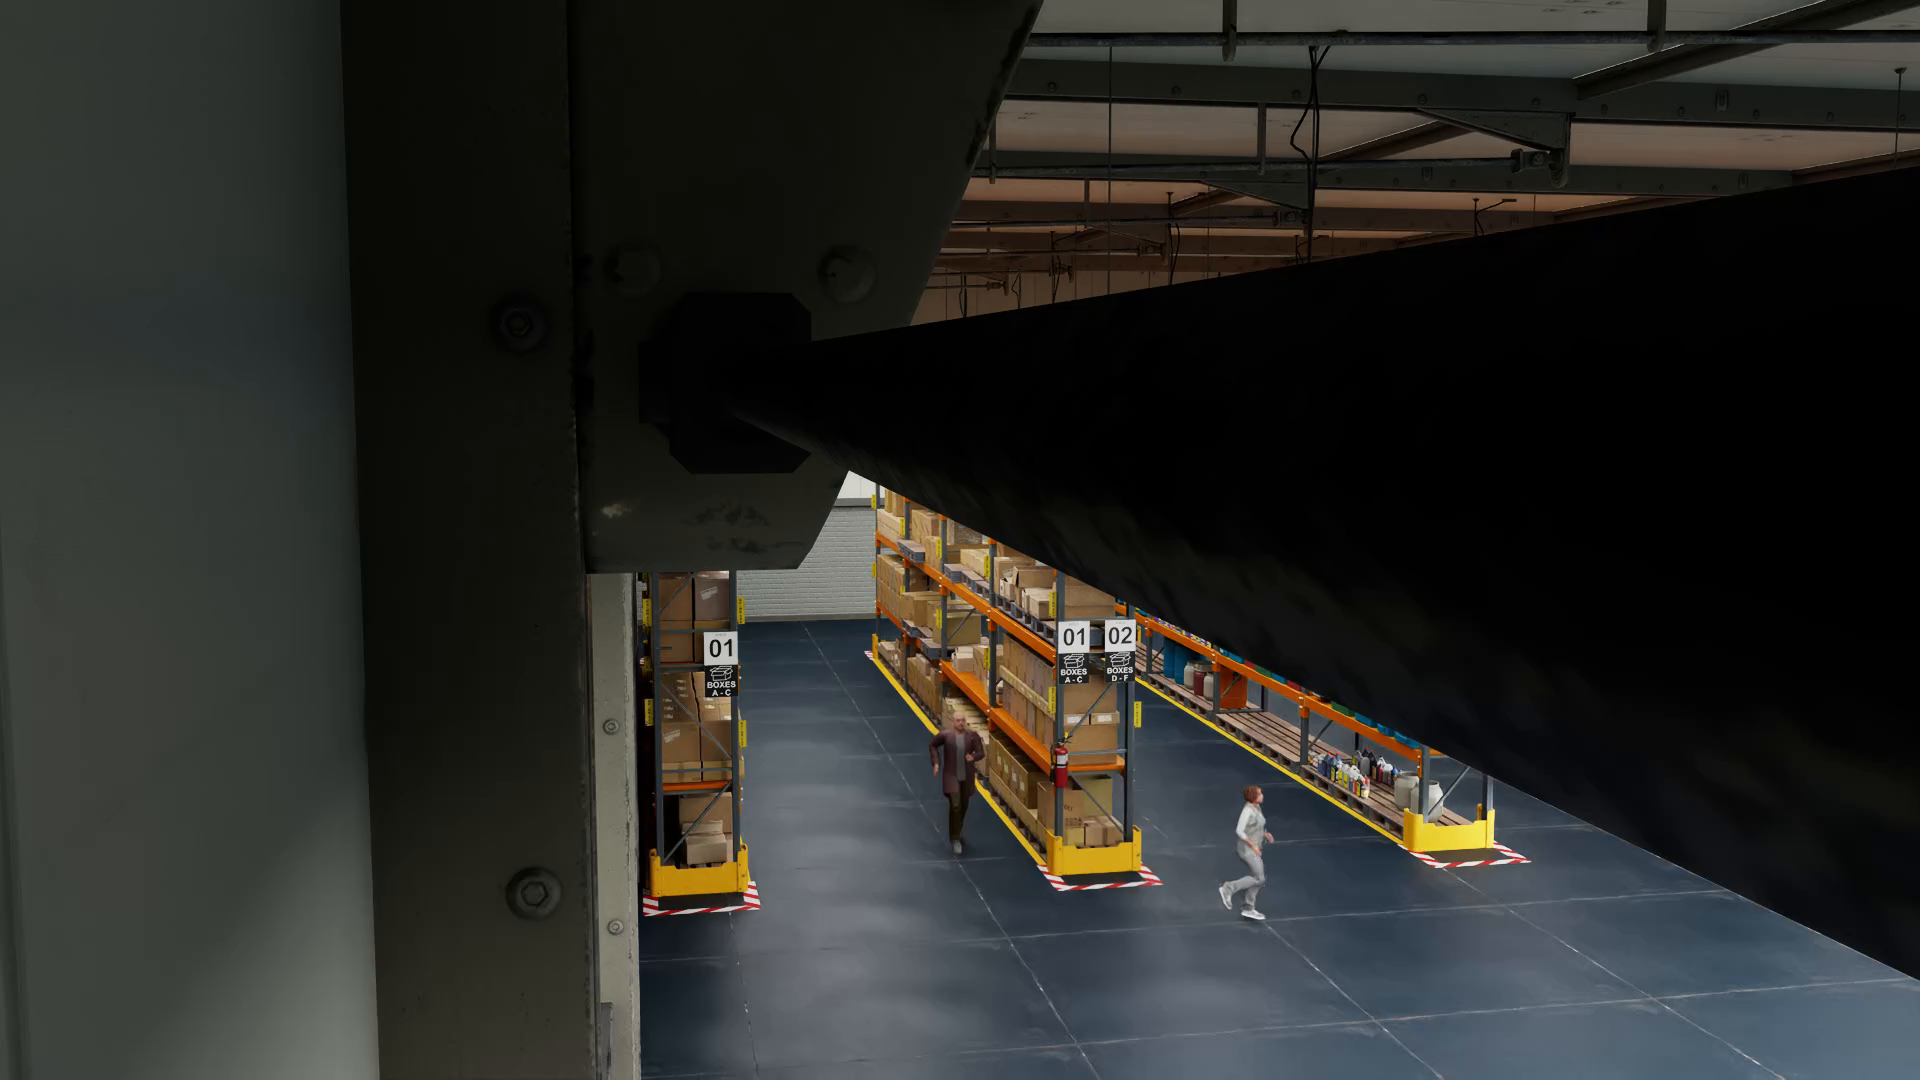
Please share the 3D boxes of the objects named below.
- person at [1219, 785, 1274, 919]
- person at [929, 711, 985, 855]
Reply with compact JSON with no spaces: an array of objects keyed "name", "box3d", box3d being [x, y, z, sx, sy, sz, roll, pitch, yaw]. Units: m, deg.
[{"name":"person","box3d":[3.328,3.594,19.238,0.580,1.572,0.532,2,6,19]},{"name":"person","box3d":[-0.021,3.177,22.042,0.674,1.838,0.816,-2,6,-17]}]
